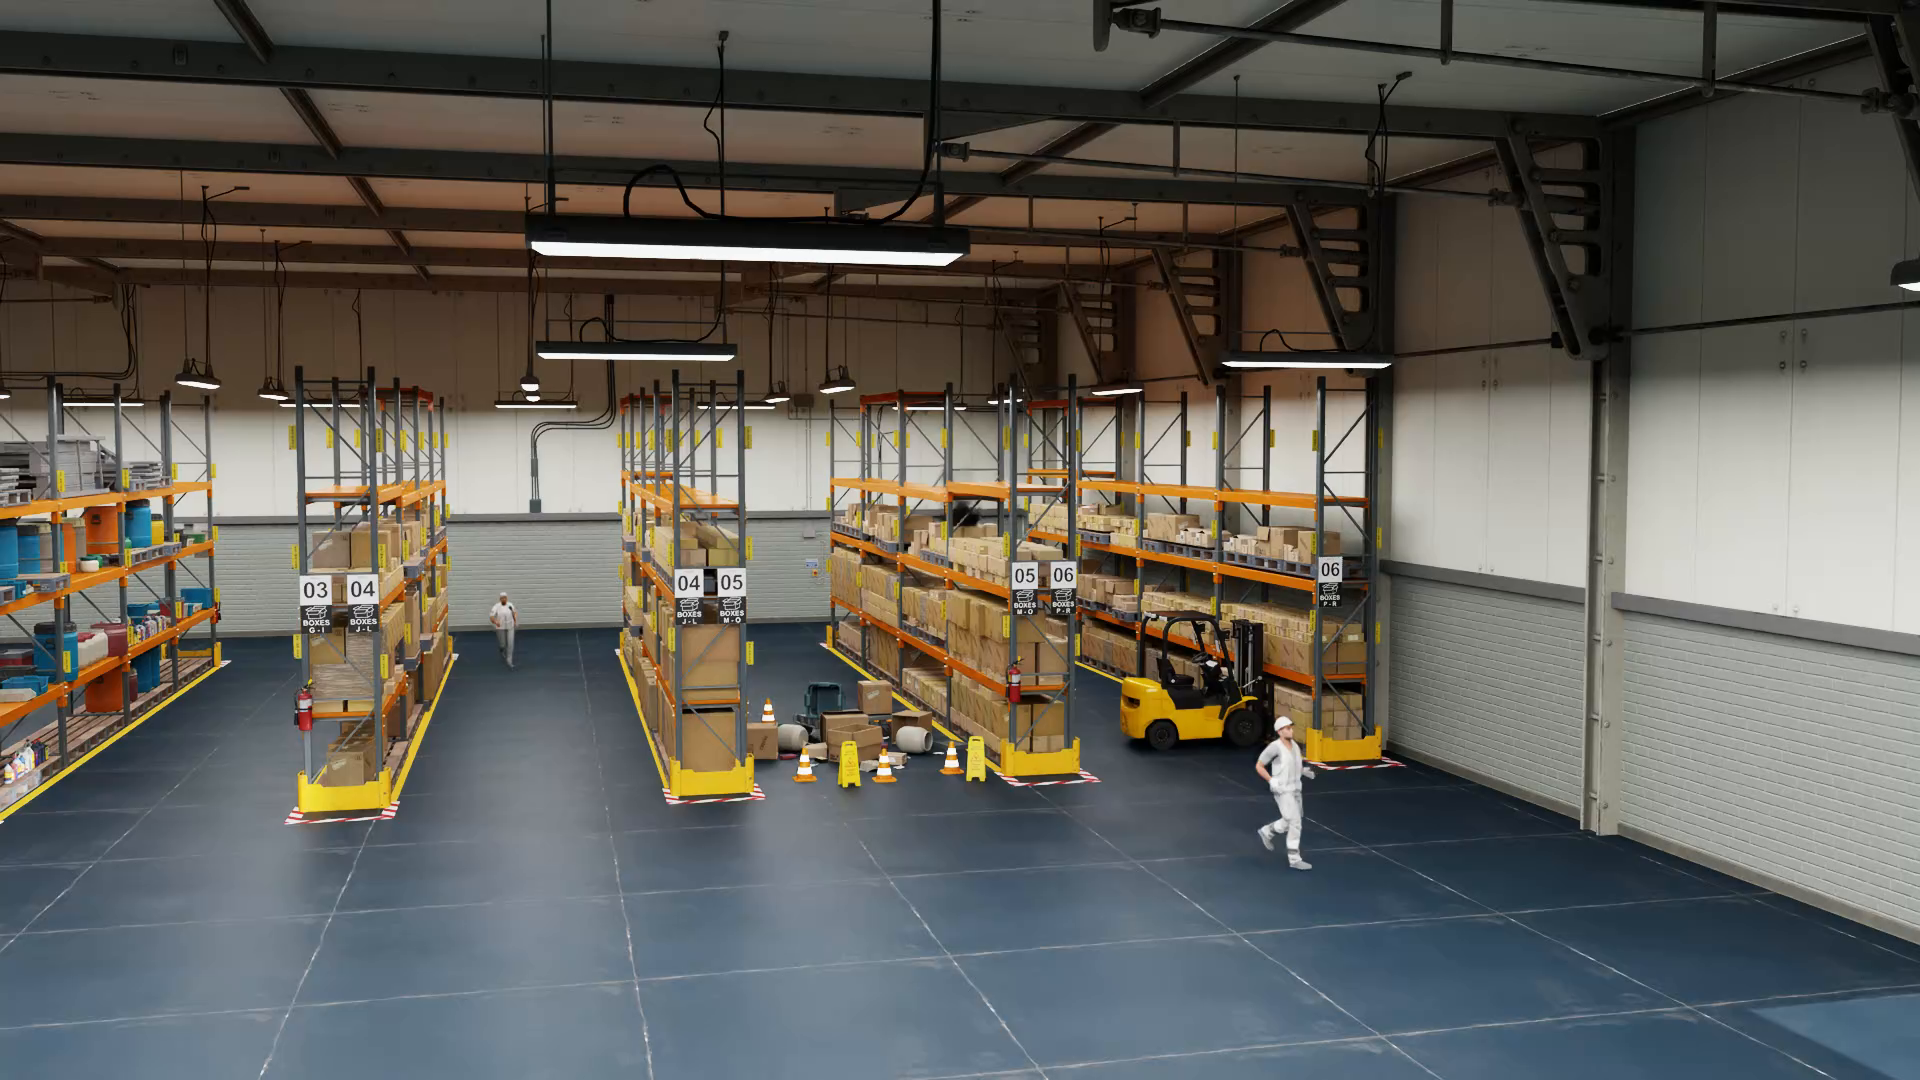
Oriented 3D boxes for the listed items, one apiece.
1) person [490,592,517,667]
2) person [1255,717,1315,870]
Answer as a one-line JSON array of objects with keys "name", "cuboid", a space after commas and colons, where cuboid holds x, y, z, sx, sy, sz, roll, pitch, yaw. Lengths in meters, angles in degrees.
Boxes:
[{"name": "person", "cuboid": [-10.177, 1.988, 37.135, 0.616, 1.656, 0.770, -2, 4, -24]}, {"name": "person", "cuboid": [3.812, 2.957, 19.570, 0.668, 1.758, 0.849, -3, 5, -41]}]
